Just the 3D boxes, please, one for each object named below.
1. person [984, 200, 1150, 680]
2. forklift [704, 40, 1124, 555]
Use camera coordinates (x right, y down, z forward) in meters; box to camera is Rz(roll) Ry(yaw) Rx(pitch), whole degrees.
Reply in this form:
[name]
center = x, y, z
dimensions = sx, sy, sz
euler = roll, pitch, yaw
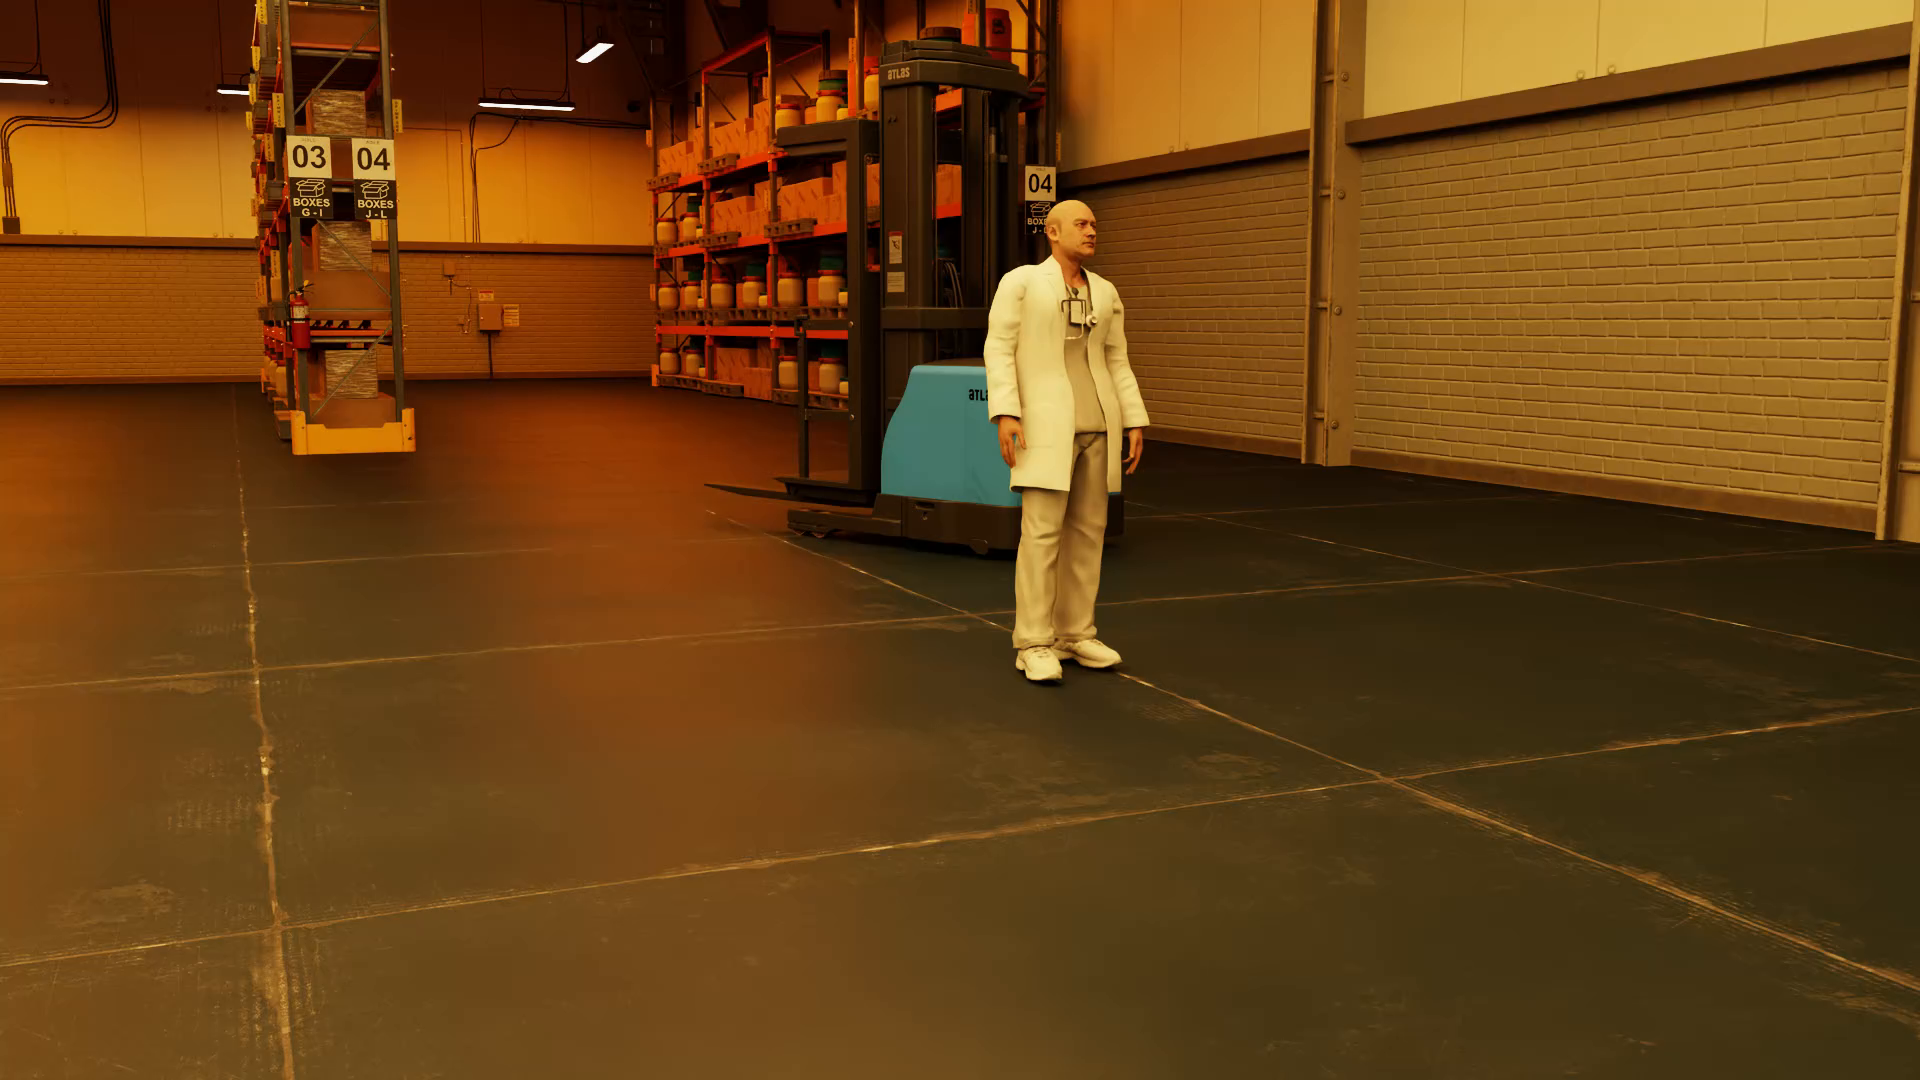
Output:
[person]
center = 0.458, -0.399, 6.320
dimensions = 0.695, 1.776, 0.582
euler = -4, 8, -27
[forklift]
center = -0.436, -1.509, 10.383
dimensions = 3.031, 2.935, 1.130
euler = 7, 10, 44
